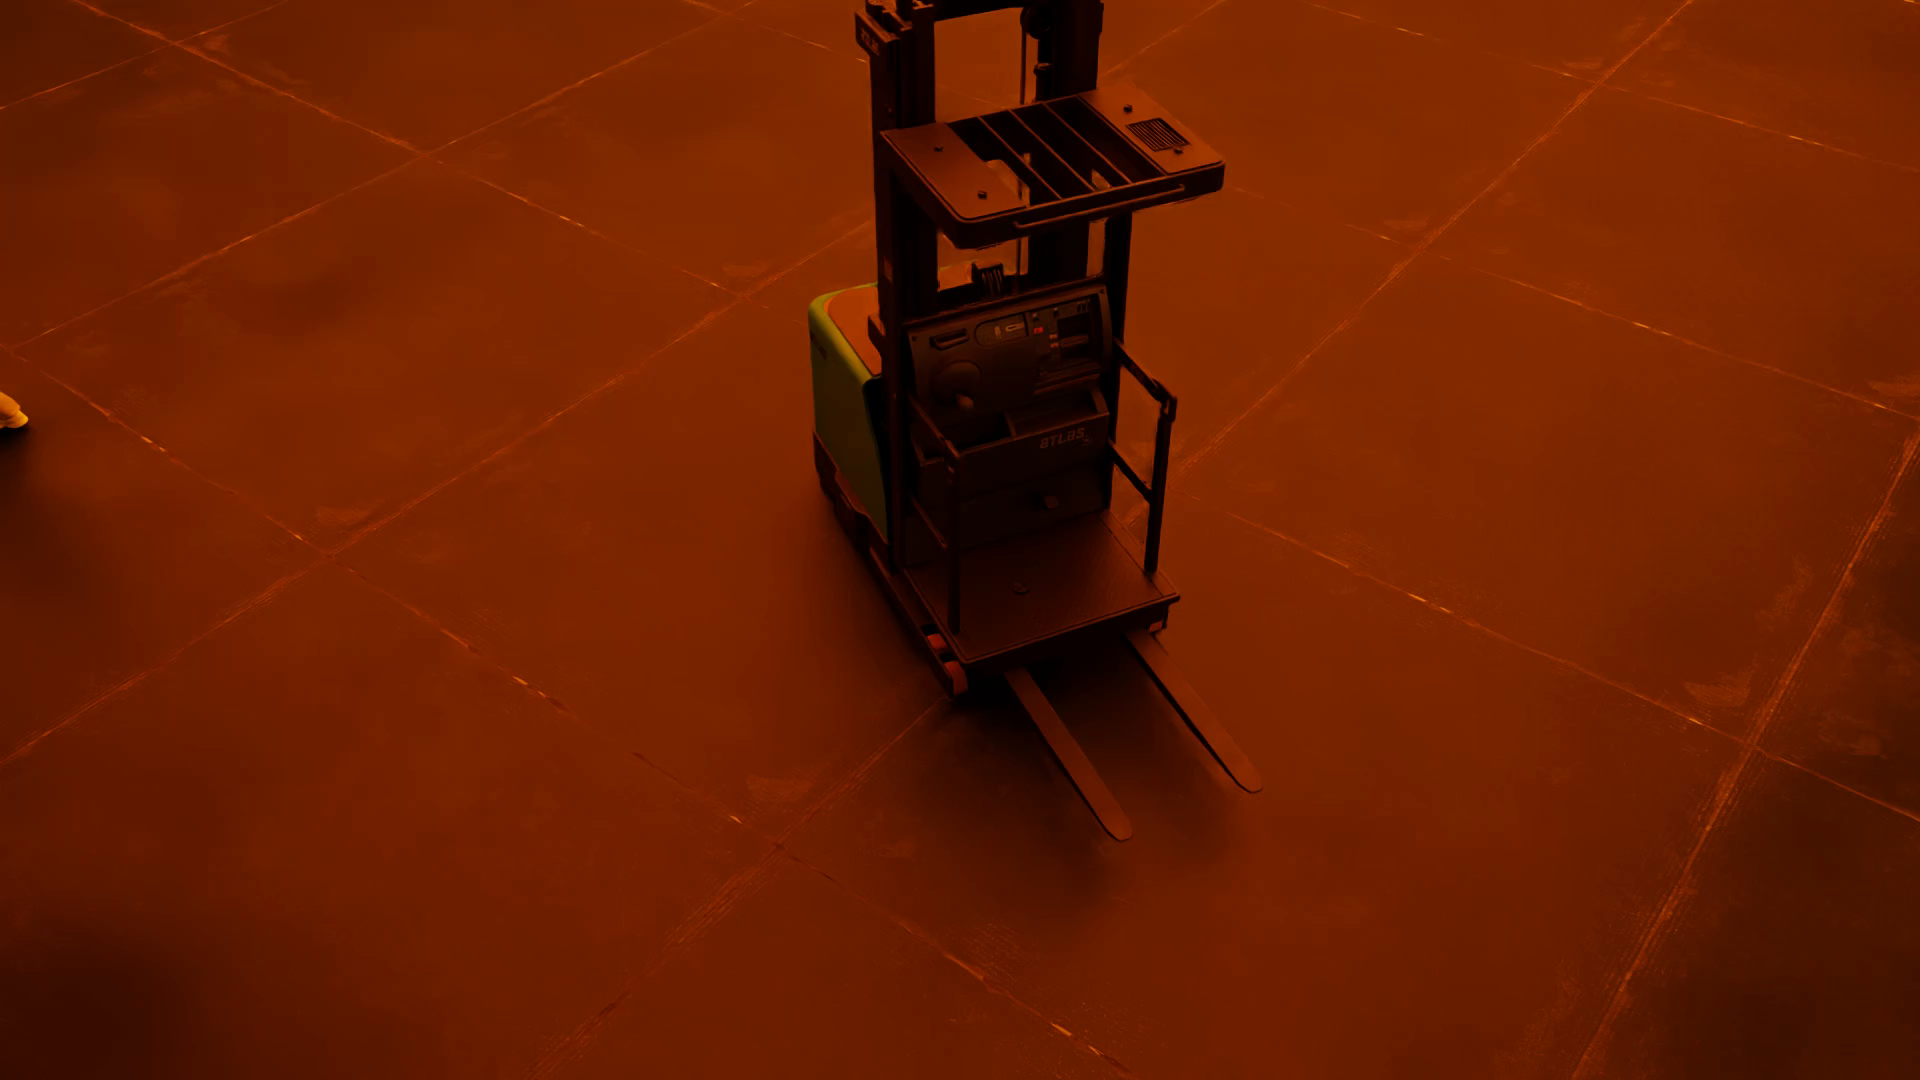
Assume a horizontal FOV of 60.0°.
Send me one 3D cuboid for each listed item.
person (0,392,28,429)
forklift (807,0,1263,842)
[{"bbox_3d":[-5.370,-1.169,8.501,0.827,1.658,0.490,-8,41,-9],"label":"person"},{"bbox_3d":[0.312,-0.734,6.935,1.130,2.935,3.031,-16,43,-18],"label":"forklift"}]
